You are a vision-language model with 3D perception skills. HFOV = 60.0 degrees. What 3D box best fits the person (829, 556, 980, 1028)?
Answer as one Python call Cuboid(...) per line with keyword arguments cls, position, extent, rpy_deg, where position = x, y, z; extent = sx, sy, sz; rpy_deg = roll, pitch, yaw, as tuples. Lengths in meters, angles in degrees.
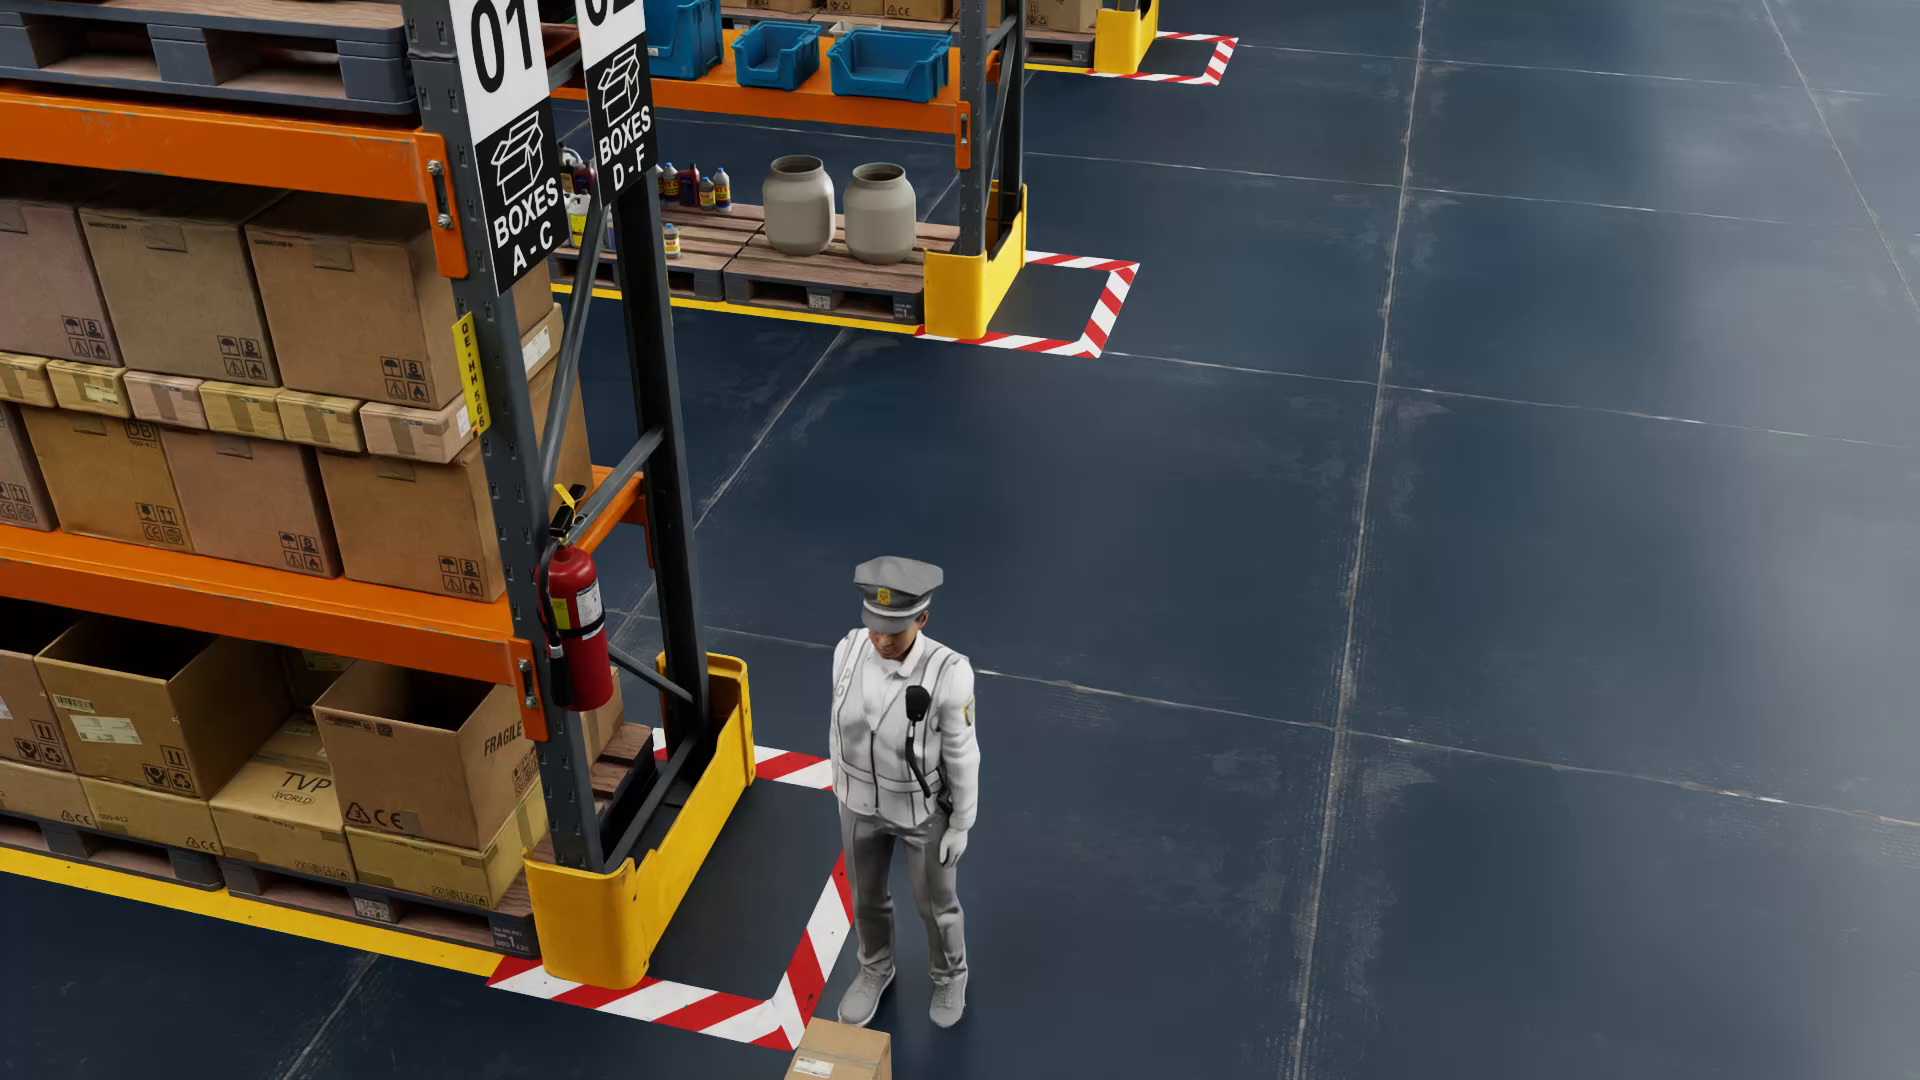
Cuboid(cls="person", position=(-0.174, 0.807, 4.932), extent=(0.475, 1.733, 0.367), rpy_deg=(13, 35, 20))
